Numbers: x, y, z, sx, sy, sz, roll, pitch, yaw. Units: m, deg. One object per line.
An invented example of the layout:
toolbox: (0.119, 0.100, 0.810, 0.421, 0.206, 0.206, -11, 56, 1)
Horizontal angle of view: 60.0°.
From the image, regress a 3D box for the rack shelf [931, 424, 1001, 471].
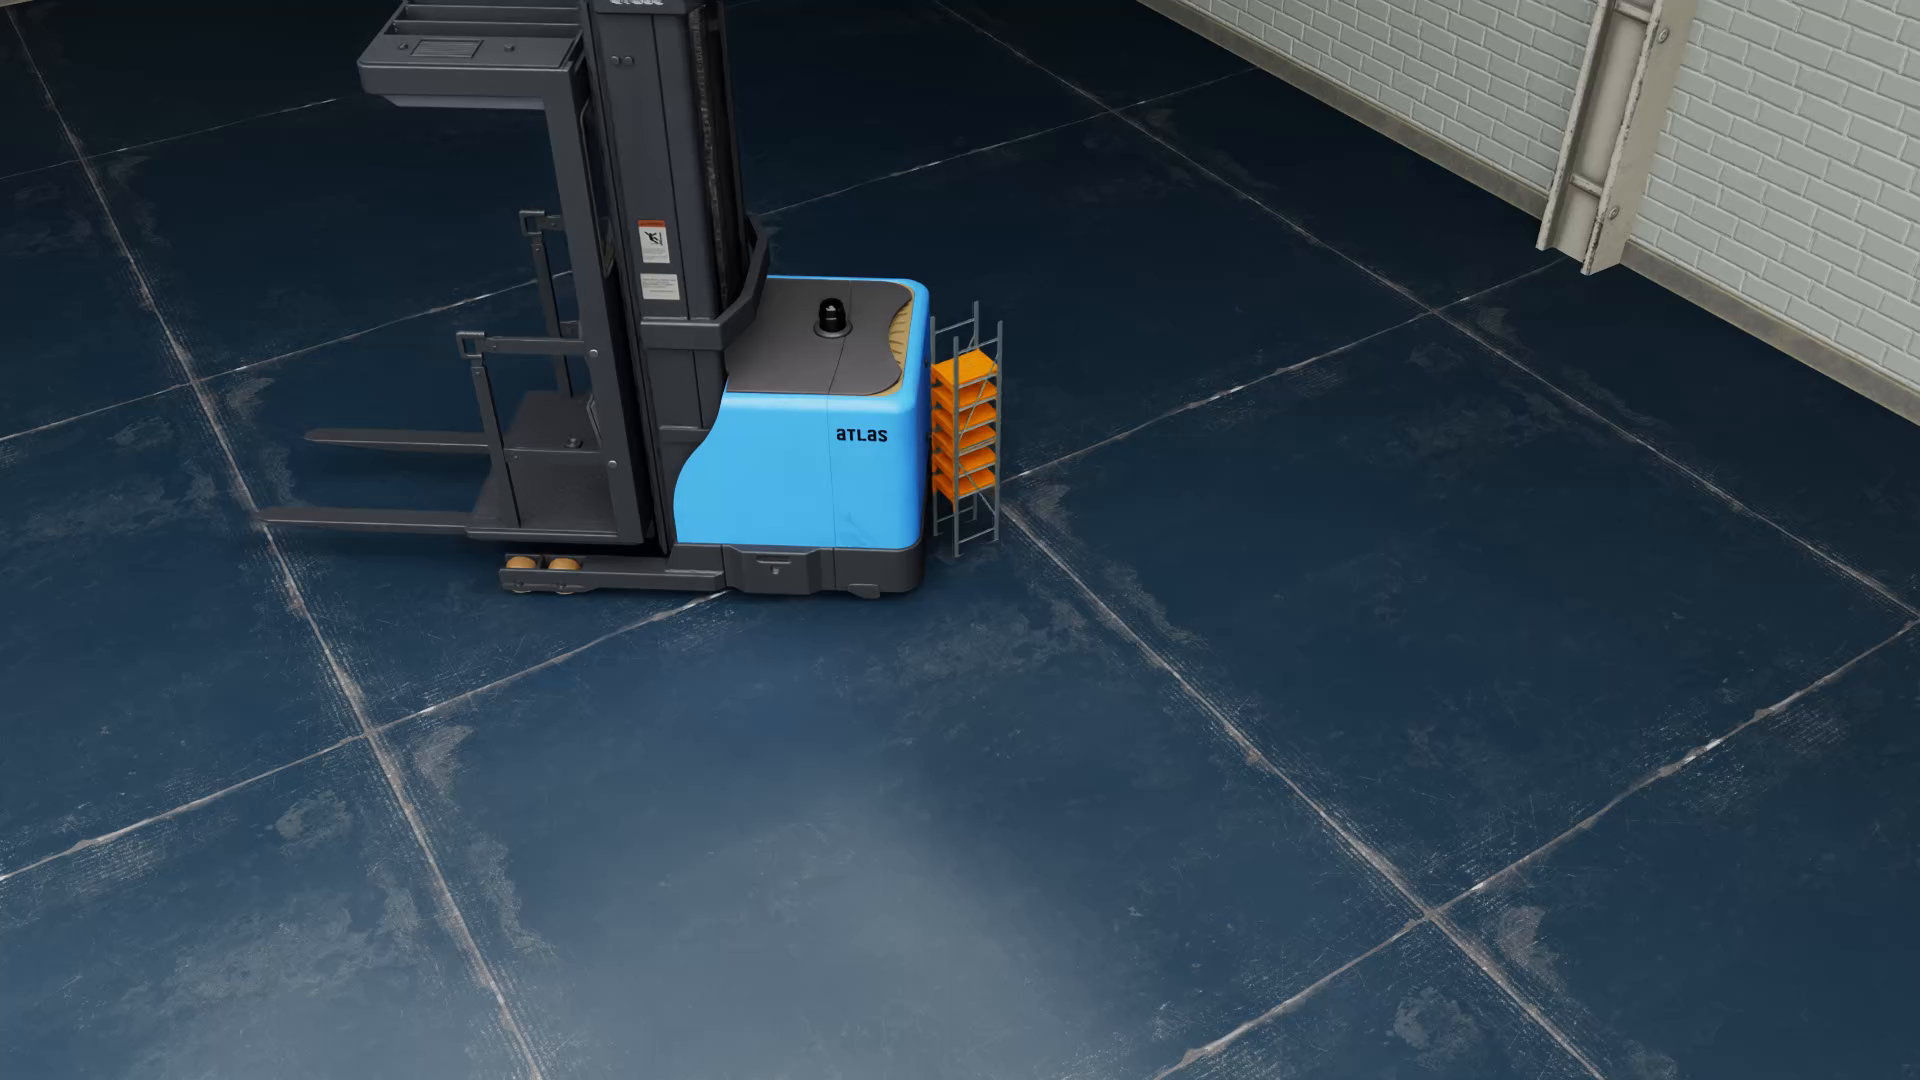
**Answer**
rack shelf: (0.027, -0.434, 7.403, 0.258, 0.103, 0.180, -22, 45, -25)

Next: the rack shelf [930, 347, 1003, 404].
rack shelf: (0.027, -0.710, 7.172, 0.258, 0.103, 0.180, -22, 45, -25)

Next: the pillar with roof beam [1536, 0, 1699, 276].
pillar with roof beam: (0.006, -3.656, 5.108, 9.100, 9.000, 0.400, -22, 45, -24)

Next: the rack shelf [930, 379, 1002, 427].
rack shelf: (0.027, -0.618, 7.249, 0.258, 0.103, 0.180, -22, 45, -25)

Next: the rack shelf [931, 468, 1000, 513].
rack shelf: (0.027, -0.249, 7.556, 0.258, 0.103, 0.180, -22, 45, -25)

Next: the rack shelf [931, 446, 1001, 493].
rack shelf: (0.027, -0.342, 7.479, 0.258, 0.103, 0.180, -22, 45, -25)

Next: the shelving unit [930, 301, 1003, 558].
shelving unit: (0.027, -0.468, 7.374, 0.258, 1.200, 0.189, -22, 45, -25)

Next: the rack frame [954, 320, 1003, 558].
rack frame: (0.076, -0.419, 7.315, 0.240, 1.200, 0.006, -22, 45, -25)

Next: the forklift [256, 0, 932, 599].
forklift: (-1.658, -1.218, 6.922, 3.031, 2.935, 1.130, 2, 40, 2)

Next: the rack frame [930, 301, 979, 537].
rack frame: (-0.023, -0.517, 7.433, 0.240, 1.200, 0.006, -22, 45, -25)

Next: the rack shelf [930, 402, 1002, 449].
rack shelf: (0.027, -0.526, 7.326, 0.258, 0.103, 0.180, -22, 45, -25)
